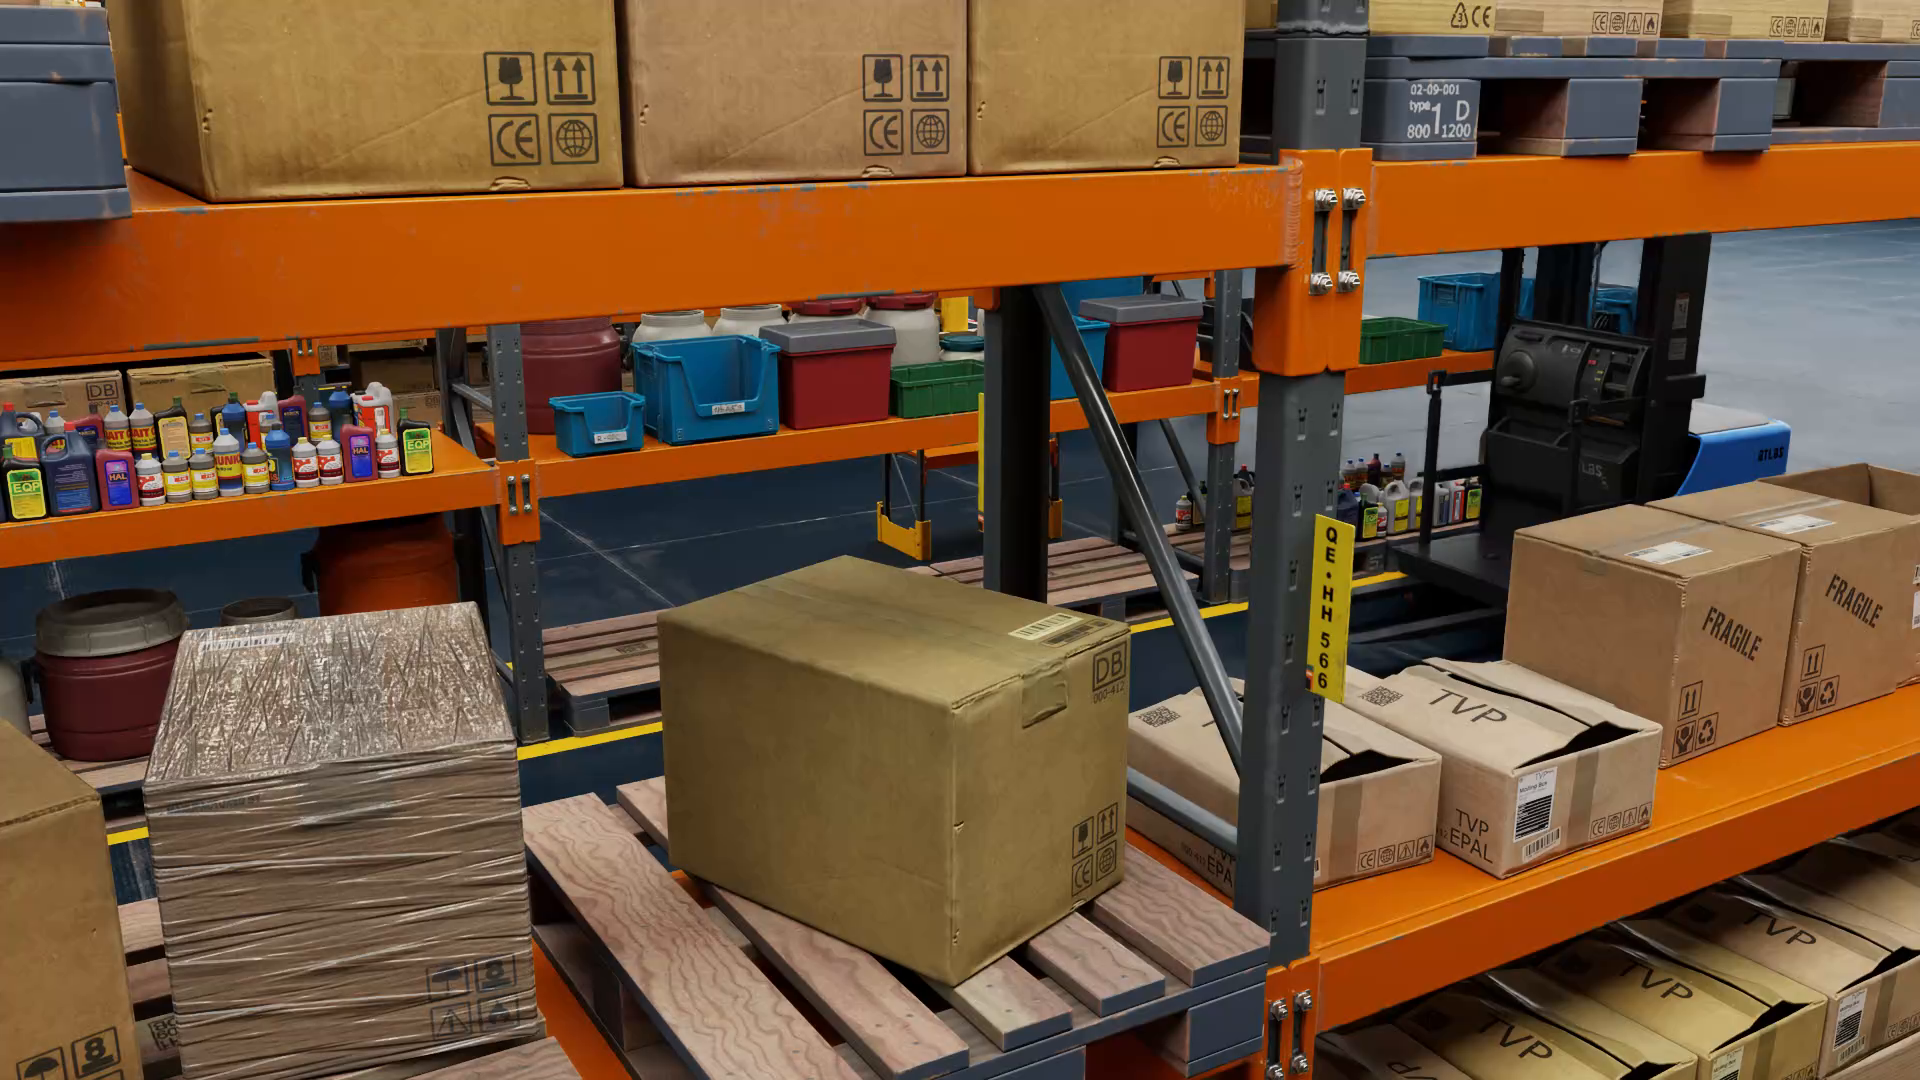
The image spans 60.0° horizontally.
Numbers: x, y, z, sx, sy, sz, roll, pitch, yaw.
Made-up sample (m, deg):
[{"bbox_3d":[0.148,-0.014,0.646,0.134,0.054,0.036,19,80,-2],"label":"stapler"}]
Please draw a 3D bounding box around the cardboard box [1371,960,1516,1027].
[{"bbox_3d":[1.124,1.165,4.474,0.500,0.311,0.500,-10,18,-31],"label":"cardboard box"}]

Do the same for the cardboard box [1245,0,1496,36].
[{"bbox_3d":[0.719,-1.134,3.339,0.500,0.250,0.500,-11,19,-34],"label":"cardboard box"}]

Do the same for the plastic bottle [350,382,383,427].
[{"bbox_3d":[-2.726,-0.585,7.668,0.135,0.276,0.152,-9,18,-30],"label":"plastic bottle"}]

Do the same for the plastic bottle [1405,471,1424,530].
[{"bbox_3d":[2.831,-0.250,10.335,0.185,0.351,0.144,-8,18,-27],"label":"plastic bottle"}]

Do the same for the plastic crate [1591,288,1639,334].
[{"bbox_3d":[4.394,-1.531,11.091,0.616,0.251,0.499,-9,18,-30],"label":"plastic crate"}]

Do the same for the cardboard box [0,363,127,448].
[{"bbox_3d":[-6.110,-0.742,11.156,0.875,0.875,1.225,-9,18,-30],"label":"cardboard box"}]

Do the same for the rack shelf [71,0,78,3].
[{"bbox_3d":[-14.117,-7.288,22.311,4.000,0.370,1.077,-9,18,-30],"label":"rack shelf"}]

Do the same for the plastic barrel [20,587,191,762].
[{"bbox_3d":[-3.567,0.558,7.051,0.708,0.588,0.600,-9,18,-30],"label":"plastic barrel"}]

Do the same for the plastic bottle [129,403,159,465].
[{"bbox_3d":[-3.548,-0.458,7.224,0.097,0.271,0.097,0,16,0],"label":"plastic bottle"}]

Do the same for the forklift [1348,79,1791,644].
[{"bbox_3d":[3.120,-0.959,8.901,3.031,2.935,1.130,-8,18,-27],"label":"forklift"}]

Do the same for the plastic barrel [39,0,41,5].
[{"bbox_3d":[-3.631,-2.060,6.116,0.433,0.535,0.433,0,16,0],"label":"plastic barrel"}]

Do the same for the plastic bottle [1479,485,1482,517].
[{"bbox_3d":[3.320,-0.250,10.612,0.097,0.201,0.097,0,16,0],"label":"plastic bottle"}]

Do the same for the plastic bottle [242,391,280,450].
[{"bbox_3d":[-3.123,-0.520,7.439,0.135,0.276,0.152,-9,18,-30],"label":"plastic bottle"}]

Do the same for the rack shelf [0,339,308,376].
[{"bbox_3d":[-6.454,-1.151,10.792,4.000,0.370,1.077,-9,18,-30],"label":"rack shelf"}]

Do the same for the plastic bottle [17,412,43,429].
[{"bbox_3d":[-3.915,-0.392,6.980,0.135,0.276,0.152,-9,18,-30],"label":"plastic bottle"}]

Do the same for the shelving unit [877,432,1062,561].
[{"bbox_3d":[0.065,-0.733,10.745,1.083,1.500,0.587,-9,18,-30],"label":"shelving unit"}]

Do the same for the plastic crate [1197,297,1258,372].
[{"bbox_3d":[1.754,-1.199,9.746,0.504,0.338,0.767,-9,18,-30],"label":"plastic crate"}]

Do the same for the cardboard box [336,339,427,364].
[{"bbox_3d":[-5.891,-2.242,16.742,0.750,0.750,1.050,-9,18,-29],"label":"cardboard box"}]

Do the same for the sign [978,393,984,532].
[{"bbox_3d":[0.071,-0.169,3.809,0.005,0.325,0.100,-9,18,-30],"label":"sign"}]

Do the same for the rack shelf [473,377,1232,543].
[{"bbox_3d":[-0.474,-0.561,8.688,4.000,0.370,1.077,-9,18,-30],"label":"rack shelf"}]

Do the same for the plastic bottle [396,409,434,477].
[{"bbox_3d":[-2.316,-0.419,7.062,0.133,0.283,0.061,-9,18,-30],"label":"plastic bottle"}]

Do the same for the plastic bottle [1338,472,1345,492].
[{"bbox_3d":[2.490,-0.351,10.974,0.097,0.201,0.097,0,16,0],"label":"plastic bottle"}]

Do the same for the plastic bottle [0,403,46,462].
[{"bbox_3d":[-3.860,-0.390,6.835,0.185,0.351,0.144,-9,18,-30],"label":"plastic bottle"}]

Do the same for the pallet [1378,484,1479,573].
[{"bbox_3d":[2.884,-0.097,10.867,1.213,0.211,1.003,-9,18,-30],"label":"pallet"}]

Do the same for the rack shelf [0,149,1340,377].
[{"bbox_3d":[-1.355,-0.303,2.209,4.000,0.370,1.077,-9,18,-30],"label":"rack shelf"}]

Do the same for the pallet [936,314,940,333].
[{"bbox_3d":[-0.995,-2.577,19.714,1.213,0.211,1.003,-9,18,-30],"label":"pallet"}]

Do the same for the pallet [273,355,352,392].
[{"bbox_3d":[-6.493,-1.687,16.536,1.213,0.211,1.003,-9,18,-30],"label":"pallet"}]

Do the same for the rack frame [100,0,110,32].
[{"bbox_3d":[-9.843,-6.957,19.057,0.127,3.000,1.000,-9,18,-30],"label":"rack frame"}]

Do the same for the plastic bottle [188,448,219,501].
[{"bbox_3d":[-3.039,-0.268,6.675,0.097,0.201,0.097,0,16,0],"label":"plastic bottle"}]

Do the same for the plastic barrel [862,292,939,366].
[{"bbox_3d":[-0.322,-1.067,8.907,0.433,0.535,0.433,0,16,0],"label":"plastic barrel"}]

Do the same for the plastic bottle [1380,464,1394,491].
[{"bbox_3d":[2.866,-0.412,11.191,0.097,0.201,0.097,0,16,0],"label":"plastic bottle"}]

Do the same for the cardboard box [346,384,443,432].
[{"bbox_3d":[-4.175,-0.882,12.314,0.500,0.500,0.700,-10,19,-33],"label":"cardboard box"}]

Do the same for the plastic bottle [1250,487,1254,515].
[{"bbox_3d":[1.906,-0.238,10.434,0.135,0.276,0.152,-9,18,-30],"label":"plastic bottle"}]

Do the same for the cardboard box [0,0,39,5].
[{"bbox_3d":[-1.458,-0.909,1.889,0.600,0.600,0.600,-10,19,-32],"label":"cardboard box"}]

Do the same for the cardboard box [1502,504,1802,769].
[{"bbox_3d":[1.789,0.232,4.341,0.500,0.500,0.500,-10,19,-33],"label":"cardboard box"}]

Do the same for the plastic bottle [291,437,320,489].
[{"bbox_3d":[-2.705,-0.322,6.868,0.097,0.201,0.097,0,16,0],"label":"plastic bottle"}]

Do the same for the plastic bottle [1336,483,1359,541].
[{"bbox_3d":[2.308,-0.165,10.032,0.185,0.351,0.144,-10,19,-32],"label":"plastic bottle"}]

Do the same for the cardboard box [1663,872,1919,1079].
[{"bbox_3d":[2.284,1.147,4.539,0.500,0.311,0.500,-9,18,-30],"label":"cardboard box"}]

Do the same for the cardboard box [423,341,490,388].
[{"bbox_3d":[-3.731,-1.321,12.492,0.500,0.250,0.500,-7,17,-23],"label":"cardboard box"}]

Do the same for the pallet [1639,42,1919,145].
[{"bbox_3d":[1.852,-1.108,4.097,1.213,0.211,1.003,-8,18,-27],"label":"pallet"}]

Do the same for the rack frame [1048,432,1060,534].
[{"bbox_3d":[0.509,-0.805,11.002,0.032,1.500,0.500,-9,18,-30],"label":"rack frame"}]

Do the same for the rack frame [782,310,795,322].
[{"bbox_3d":[-1.311,-2.332,13.671,0.127,3.000,1.000,-9,18,-30],"label":"rack frame"}]

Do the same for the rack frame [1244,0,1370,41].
[{"bbox_3d":[0.359,-2.372,2.699,0.127,3.000,1.000,-9,18,-30],"label":"rack frame"}]

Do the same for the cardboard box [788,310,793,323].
[{"bbox_3d":[-2.433,-2.870,18.749,0.875,0.875,0.875,-9,18,-29],"label":"cardboard box"}]

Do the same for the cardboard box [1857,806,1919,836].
[{"bbox_3d":[2.874,0.881,5.488,0.500,0.311,0.500,-9,18,-30],"label":"cardboard box"}]

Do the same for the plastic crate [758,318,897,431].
[{"bbox_3d":[-0.646,-0.814,8.139,0.583,0.464,0.402,-9,18,-30],"label":"plastic crate"}]

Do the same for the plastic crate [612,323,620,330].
[{"bbox_3d":[-4.304,-2.494,19.354,0.662,0.188,0.450,0,26,-1],"label":"plastic crate"}]

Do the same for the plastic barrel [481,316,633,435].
[{"bbox_3d":[-1.947,-0.830,8.061,0.708,0.536,0.600,-9,18,-30],"label":"plastic barrel"}]
